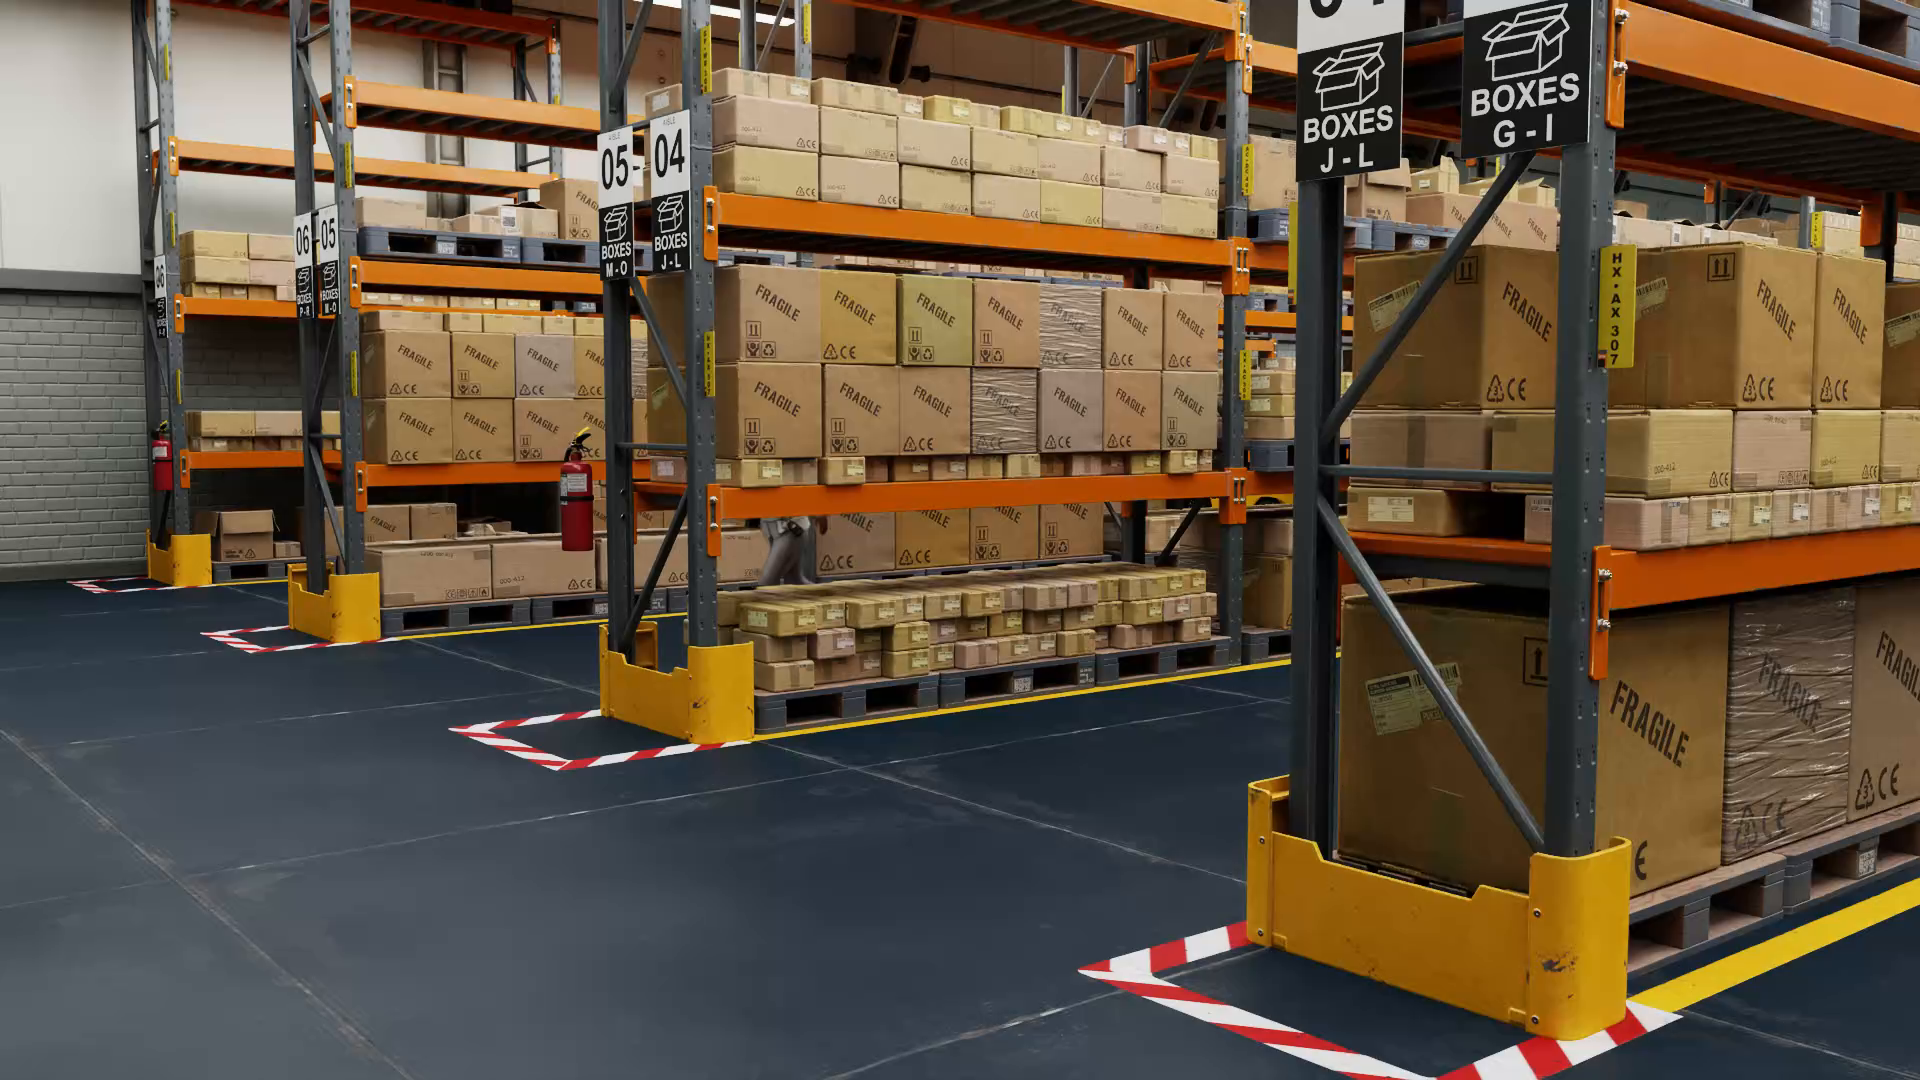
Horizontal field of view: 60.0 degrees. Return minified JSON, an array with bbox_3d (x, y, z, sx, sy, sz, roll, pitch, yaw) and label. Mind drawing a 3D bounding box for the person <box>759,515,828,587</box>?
[{"bbox_3d":[-1.254,-0.021,11.848,0.923,1.615,0.570,-3,5,-36],"label":"person"}]
